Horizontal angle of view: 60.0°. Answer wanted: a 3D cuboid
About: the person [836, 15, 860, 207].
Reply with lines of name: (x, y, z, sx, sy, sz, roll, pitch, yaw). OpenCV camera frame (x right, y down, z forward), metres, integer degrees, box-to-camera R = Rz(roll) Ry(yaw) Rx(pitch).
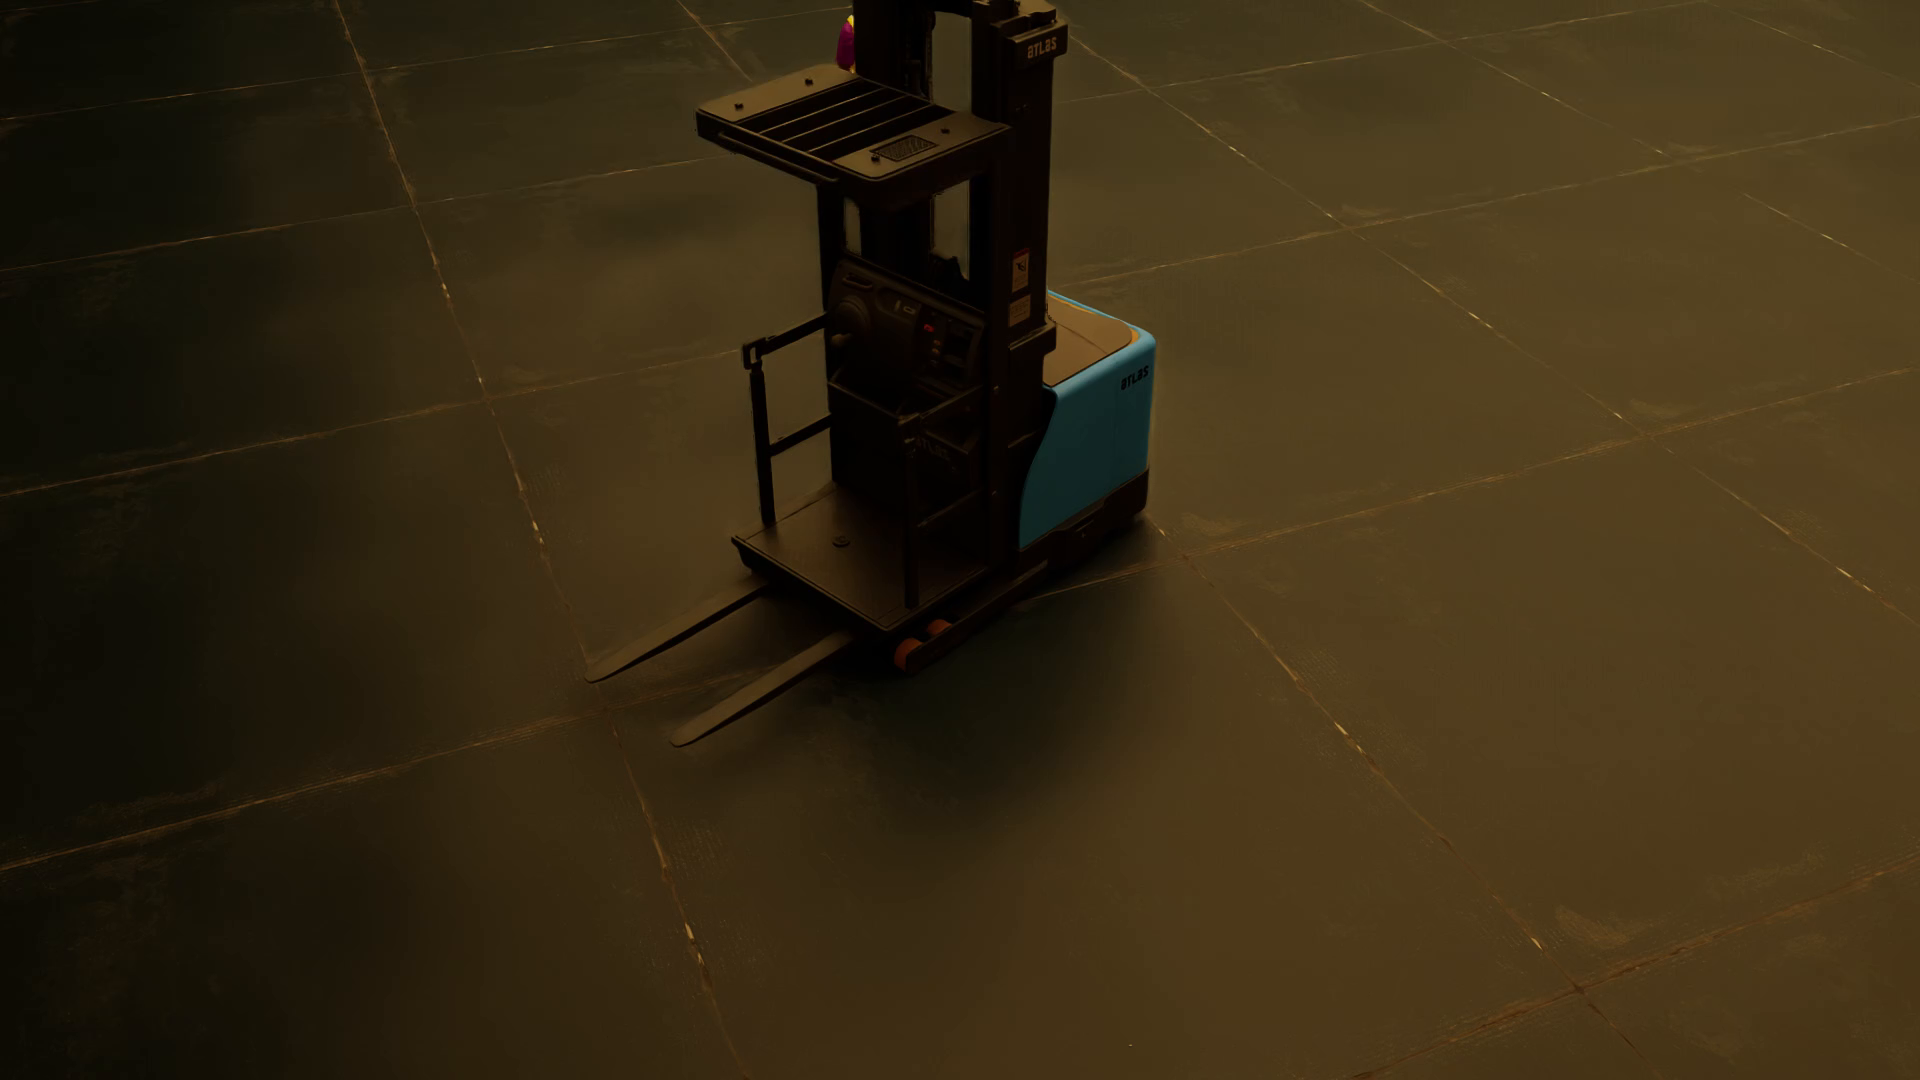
person: (-0.608, -3.118, 11.476, 0.665, 1.766, 0.577, -17, 39, -22)

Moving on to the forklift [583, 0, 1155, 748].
forklift: (-0.396, -0.908, 7.375, 1.130, 2.935, 3.031, 29, 44, 34)
